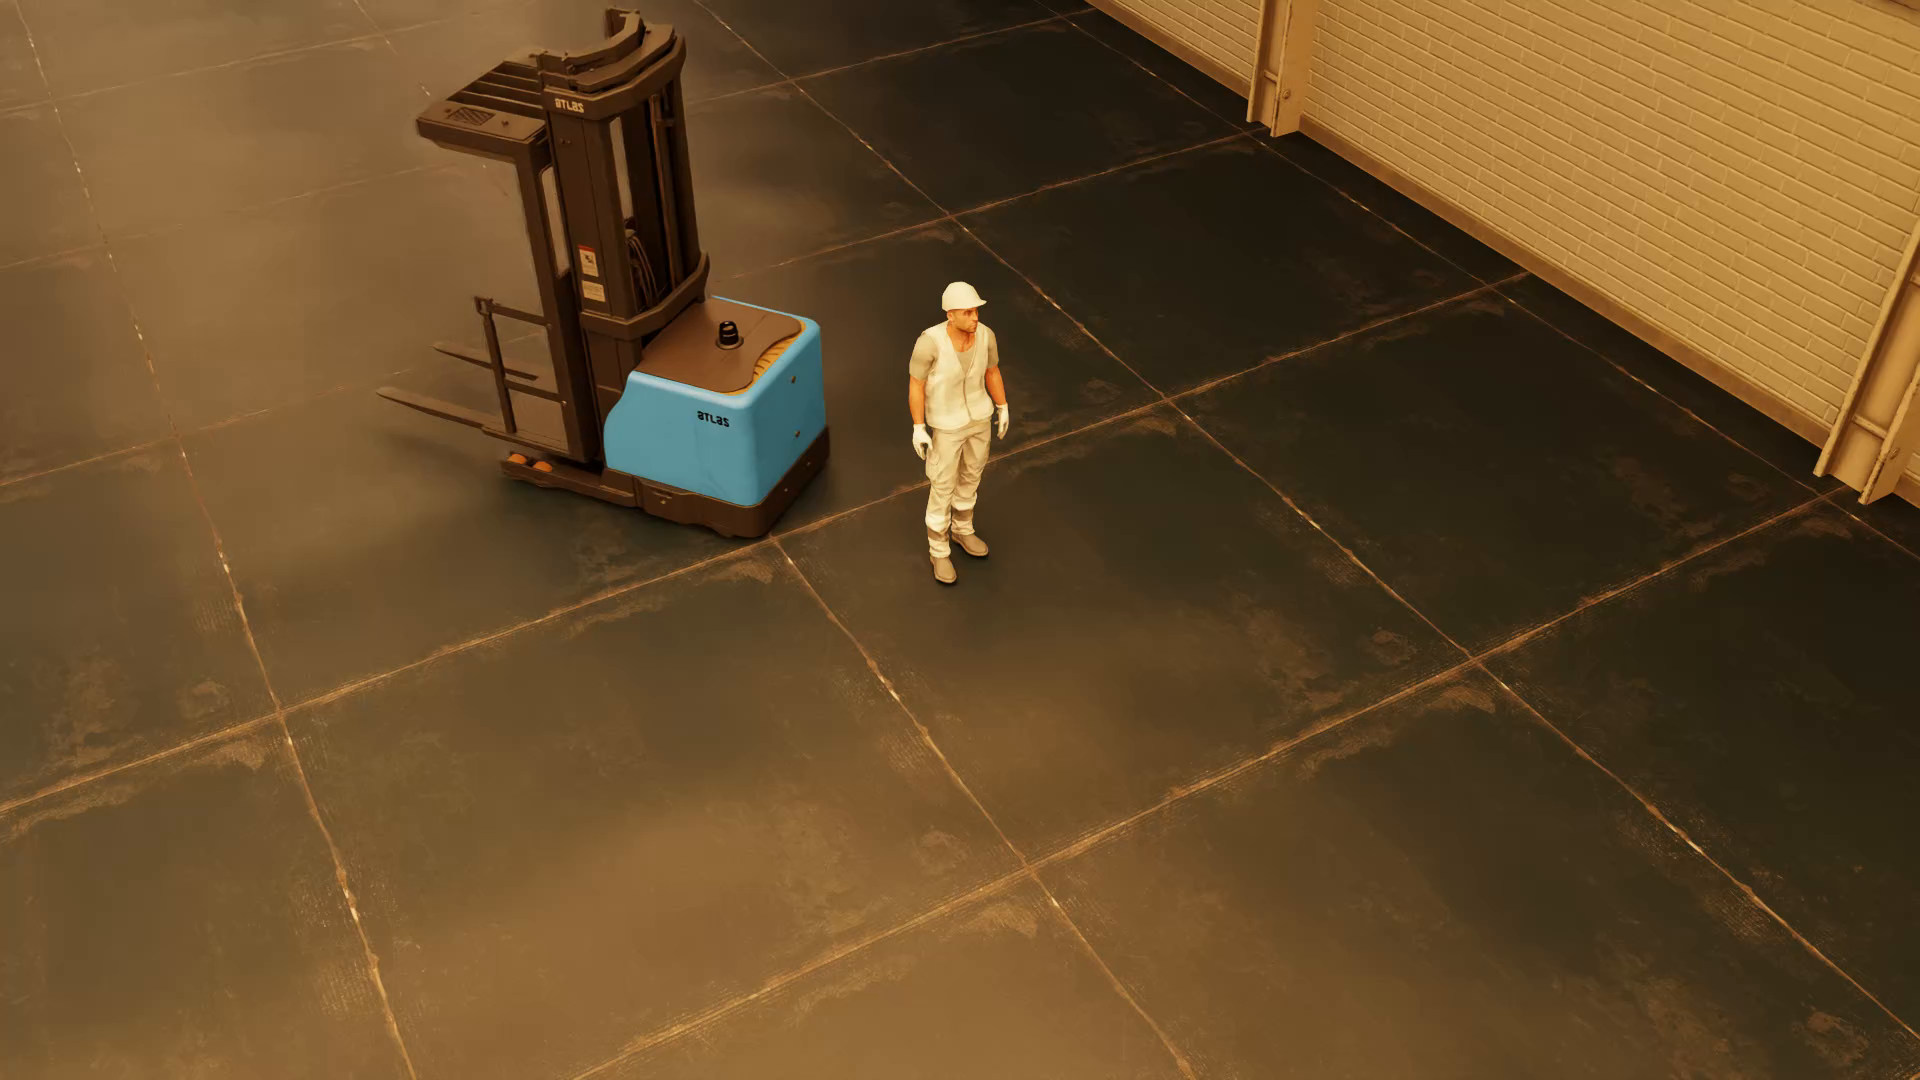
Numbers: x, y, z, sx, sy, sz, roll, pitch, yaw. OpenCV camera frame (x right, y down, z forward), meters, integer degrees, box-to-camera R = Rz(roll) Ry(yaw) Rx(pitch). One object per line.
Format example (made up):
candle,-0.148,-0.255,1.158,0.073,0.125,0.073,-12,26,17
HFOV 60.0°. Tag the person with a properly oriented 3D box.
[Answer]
person,0.029,-0.644,9.699,0.638,1.783,0.563,-20,44,-23

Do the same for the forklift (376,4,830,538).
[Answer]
forklift,-2.414,-1.759,10.157,3.031,2.935,1.130,16,42,18
